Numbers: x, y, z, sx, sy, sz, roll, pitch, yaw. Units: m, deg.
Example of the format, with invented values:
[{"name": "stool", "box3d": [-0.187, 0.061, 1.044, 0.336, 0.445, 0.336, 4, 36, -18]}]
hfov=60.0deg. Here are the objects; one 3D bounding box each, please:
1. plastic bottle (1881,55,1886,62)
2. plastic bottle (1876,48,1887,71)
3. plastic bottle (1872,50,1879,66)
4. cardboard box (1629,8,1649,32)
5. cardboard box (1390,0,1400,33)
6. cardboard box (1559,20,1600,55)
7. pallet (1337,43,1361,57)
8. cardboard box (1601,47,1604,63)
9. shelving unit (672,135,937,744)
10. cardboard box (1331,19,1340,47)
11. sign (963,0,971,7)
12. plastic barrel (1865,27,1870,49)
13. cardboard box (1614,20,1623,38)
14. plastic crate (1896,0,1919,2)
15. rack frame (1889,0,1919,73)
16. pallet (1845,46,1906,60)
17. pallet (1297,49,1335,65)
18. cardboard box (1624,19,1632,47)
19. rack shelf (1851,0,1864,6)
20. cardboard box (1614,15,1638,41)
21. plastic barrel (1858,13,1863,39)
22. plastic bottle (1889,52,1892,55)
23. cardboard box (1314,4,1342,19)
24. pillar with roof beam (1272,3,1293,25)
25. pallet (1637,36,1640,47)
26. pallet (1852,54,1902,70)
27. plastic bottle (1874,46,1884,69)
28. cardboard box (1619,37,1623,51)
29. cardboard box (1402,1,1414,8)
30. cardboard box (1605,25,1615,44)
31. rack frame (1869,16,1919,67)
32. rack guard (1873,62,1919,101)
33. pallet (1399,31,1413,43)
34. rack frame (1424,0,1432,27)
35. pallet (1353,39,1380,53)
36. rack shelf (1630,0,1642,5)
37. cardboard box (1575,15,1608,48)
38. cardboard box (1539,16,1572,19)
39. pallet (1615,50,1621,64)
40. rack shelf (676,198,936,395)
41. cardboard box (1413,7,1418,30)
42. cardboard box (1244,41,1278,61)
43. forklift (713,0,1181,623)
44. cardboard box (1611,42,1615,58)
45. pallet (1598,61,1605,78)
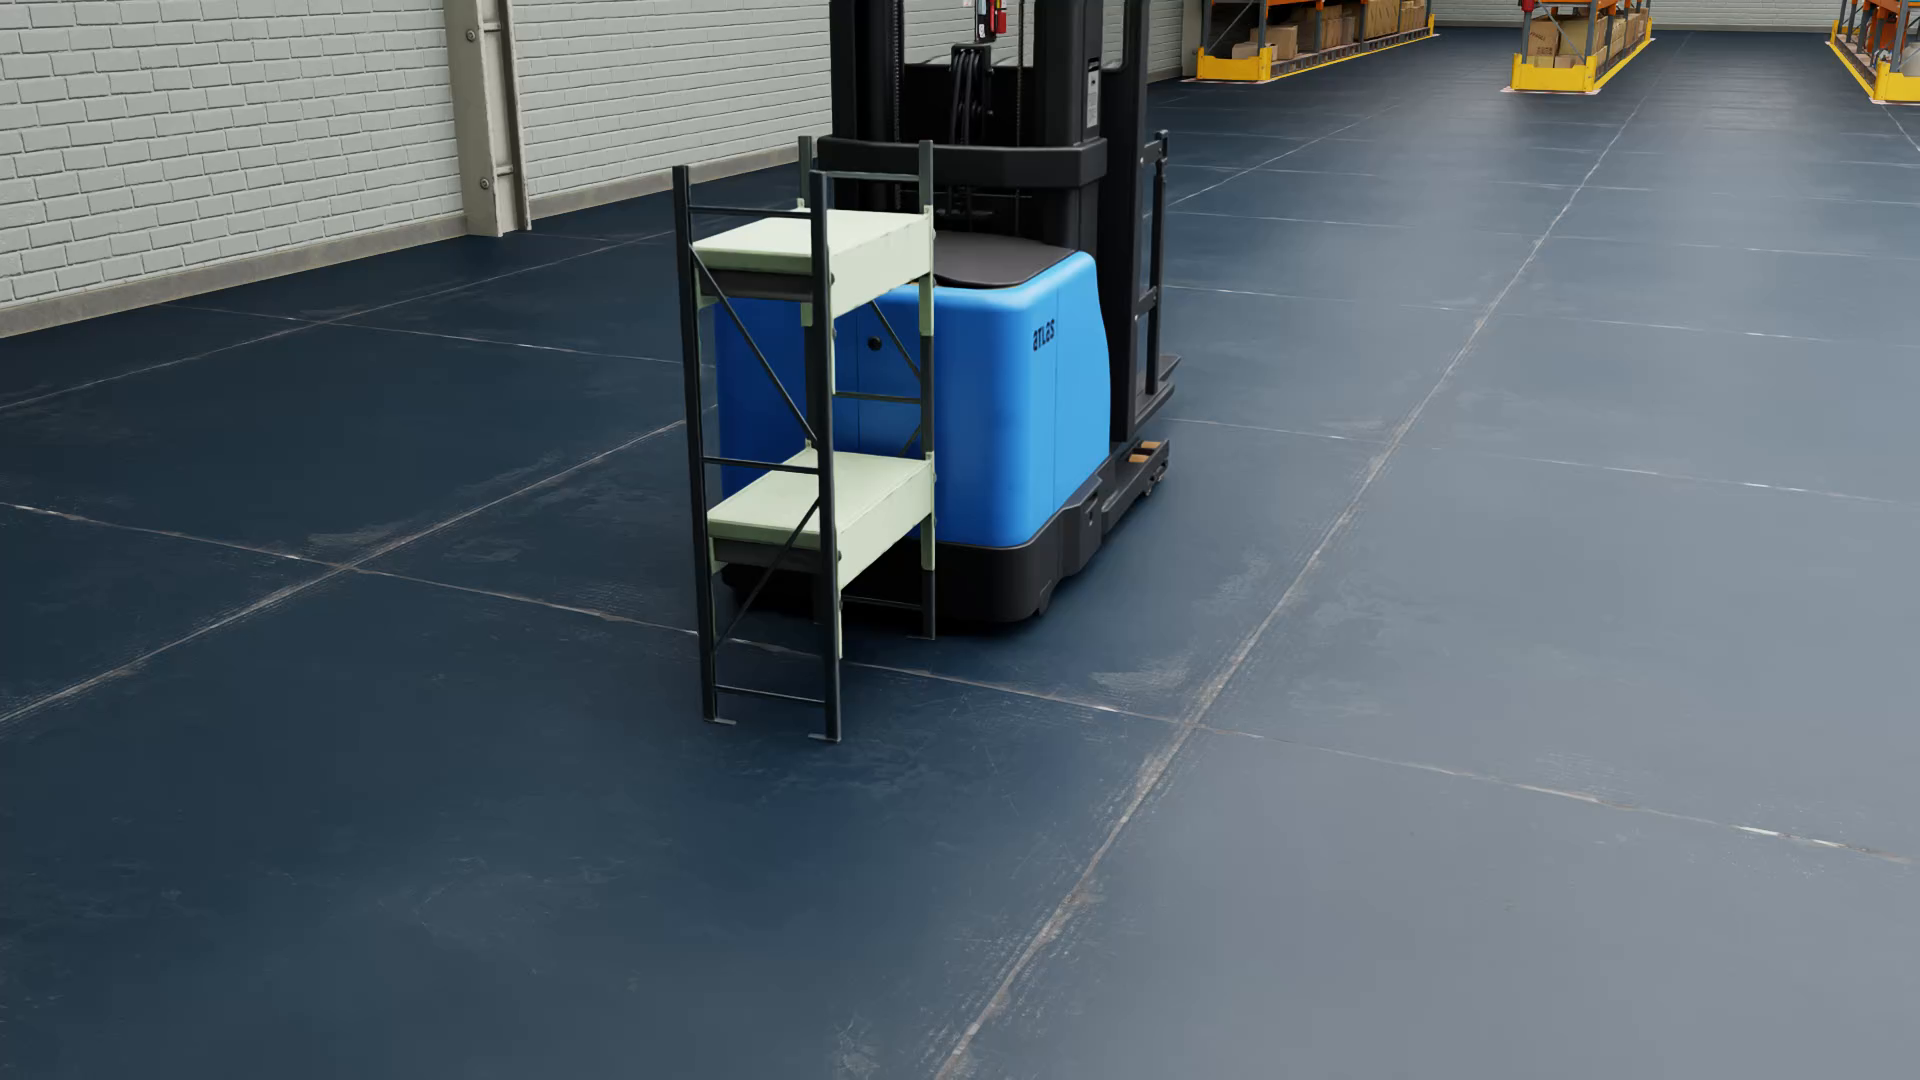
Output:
[{"name": "plastic bottle", "box3d": [13.835, -7.125, 24.925, 0.061, 0.283, 0.133, 9, 22, 24]}, {"name": "plastic bottle", "box3d": [14.129, -7.343, 25.435, 0.144, 0.351, 0.185, 8, 21, 22]}, {"name": "plastic bottle", "box3d": [14.559, -7.645, 26.405, 0.097, 0.271, 0.097, 0, 20, 0]}, {"name": "cardboard box", "box3d": [15.488, -11.940, 38.139, 0.500, 0.500, 0.500, 9, 21, 23]}, {"name": "cardboard box", "box3d": [9.179, -11.534, 36.507, 0.750, 0.750, 0.750, 9, 21, 23]}, {"name": "cardboard box", "box3d": [9.559, -7.761, 25.673, 0.500, 0.500, 0.500, 9, 21, 23]}, {"name": "pallet", "box3d": [7.368, -9.791, 33.183, 1.003, 0.211, 1.213, 9, 21, 23]}, {"name": "cardboard box", "box3d": [10.368, -8.021, 27.522, 0.500, 0.250, 0.500, 9, 21, 23]}, {"name": "shelving unit", "box3d": [-0.389, -0.303, 4.583, 0.431, 1.500, 0.755, 7, 21, 18]}, {"name": "cardboard box", "box3d": [6.947, -9.848, 32.258, 0.700, 0.500, 0.500, 8, 21, 22]}, {"name": "sign", "box3d": [0.086, -6.508, 19.738, 0.001, 0.329, 0.234, 9, 21, 23]}, {"name": "plastic barrel", "box3d": [17.062, -9.346, 30.858, 0.421, 0.512, 0.421, 0, 20, 0]}, {"name": "cardboard box", "box3d": [11.804, -9.323, 30.348, 0.500, 0.311, 0.500, 8, 21, 22]}, {"name": "plastic crate", "box3d": [13.383, -7.662, 23.259, 0.499, 0.251, 0.616, 9, 21, 23]}, {"name": "rack frame", "box3d": [13.451, -7.538, 22.688, 1.000, 3.000, 0.127, 9, 21, 23]}, {"name": "pallet", "box3d": [17.513, -9.288, 31.771, 1.003, 0.211, 1.213, 9, 21, 23]}, {"name": "pallet", "box3d": [6.369, -9.045, 31.086, 1.003, 0.211, 1.213, 9, 21, 23]}, {"name": "cardboard box", "box3d": [12.657, -9.794, 32.105, 0.500, 0.500, 0.500, 10, 22, 25]}, {"name": "rack shelf", "box3d": [17.546, -10.256, 31.405, 1.077, 0.370, 4.000, 9, 21, 23]}, {"name": "cardboard box", "box3d": [13.491, -10.423, 33.875, 0.500, 0.500, 0.500, 9, 21, 23]}, {"name": "plastic barrel", "box3d": [18.127, -10.252, 32.823, 0.600, 0.901, 0.708, 9, 21, 23]}, {"name": "plastic bottle", "box3d": [14.431, -7.432, 25.805, 0.097, 0.271, 0.097, 0, 20, 0]}, {"name": "cardboard box", "box3d": [7.151, -10.333, 32.502, 0.500, 0.250, 0.500, 9, 21, 24]}, {"name": "pillar with roof beam", "box3d": [10.295, -13.300, 29.937, 9.100, 9.000, 0.400, 9, 21, 23]}, {"name": "pallet", "box3d": [14.130, -10.783, 35.975, 1.003, 0.211, 1.213, 9, 21, 23]}, {"name": "pallet", "box3d": [16.375, -8.438, 29.381, 1.003, 0.211, 1.213, 9, 21, 23]}, {"name": "plastic bottle", "box3d": [14.380, -7.530, 25.963, 0.144, 0.351, 0.185, 9, 22, 24]}, {"name": "cardboard box", "box3d": [12.009, -9.214, 30.879, 0.500, 0.250, 0.500, 8, 21, 22]}, {"name": "cardboard box", "box3d": [10.247, -12.345, 38.341, 0.380, 0.149, 0.250, 8, 21, 21]}, {"name": "cardboard box", "box3d": [10.968, -8.700, 28.597, 0.500, 0.311, 0.500, 9, 21, 23]}, {"name": "rack frame", "box3d": [15.089, -8.761, 26.127, 1.000, 3.000, 0.127, 9, 21, 23]}, {"name": "rack guard", "box3d": [13.440, -6.390, 23.191, 1.175, 0.500, 0.348, 9, 21, 23]}, {"name": "pallet", "box3d": [9.710, -11.474, 37.916, 1.003, 0.211, 1.213, 9, 21, 23]}, {"name": "rack frame", "box3d": [10.965, -13.789, 40.264, 1.000, 3.000, 0.127, 9, 21, 23]}, {"name": "pallet", "box3d": [8.081, -10.260, 34.503, 1.003, 0.211, 1.213, 9, 21, 23]}, {"name": "rack shelf", "box3d": [13.029, -10.937, 33.319, 1.077, 0.370, 4.000, 9, 21, 23]}, {"name": "cardboard box", "box3d": [10.366, -8.374, 27.397, 0.500, 0.500, 0.500, 9, 21, 23]}, {"name": "cardboard box", "box3d": [9.687, -8.293, 27.168, 0.500, 0.500, 0.500, 9, 21, 23]}, {"name": "pallet", "box3d": [11.837, -9.104, 31.254, 1.003, 0.211, 1.213, 9, 21, 23]}, {"name": "rack shelf", "box3d": [-0.389, -0.671, 4.452, 0.431, 0.370, 0.720, 7, 21, 18]}, {"name": "cardboard box", "box3d": [10.359, -12.274, 39.109, 0.700, 0.500, 0.500, 8, 21, 21]}, {"name": "cardboard box", "box3d": [5.012, -8.211, 27.938, 0.500, 0.311, 0.500, 11, 22, 27]}, {"name": "forklift", "box3d": [0.196, -1.588, 6.059, 1.130, 2.935, 3.031, 7, 21, 18]}, {"name": "cardboard box", "box3d": [11.174, -8.589, 29.121, 0.500, 0.250, 0.500, 9, 22, 24]}, {"name": "pallet", "box3d": [10.208, -7.891, 27.841, 1.003, 0.211, 1.213, 9, 21, 23]}]
